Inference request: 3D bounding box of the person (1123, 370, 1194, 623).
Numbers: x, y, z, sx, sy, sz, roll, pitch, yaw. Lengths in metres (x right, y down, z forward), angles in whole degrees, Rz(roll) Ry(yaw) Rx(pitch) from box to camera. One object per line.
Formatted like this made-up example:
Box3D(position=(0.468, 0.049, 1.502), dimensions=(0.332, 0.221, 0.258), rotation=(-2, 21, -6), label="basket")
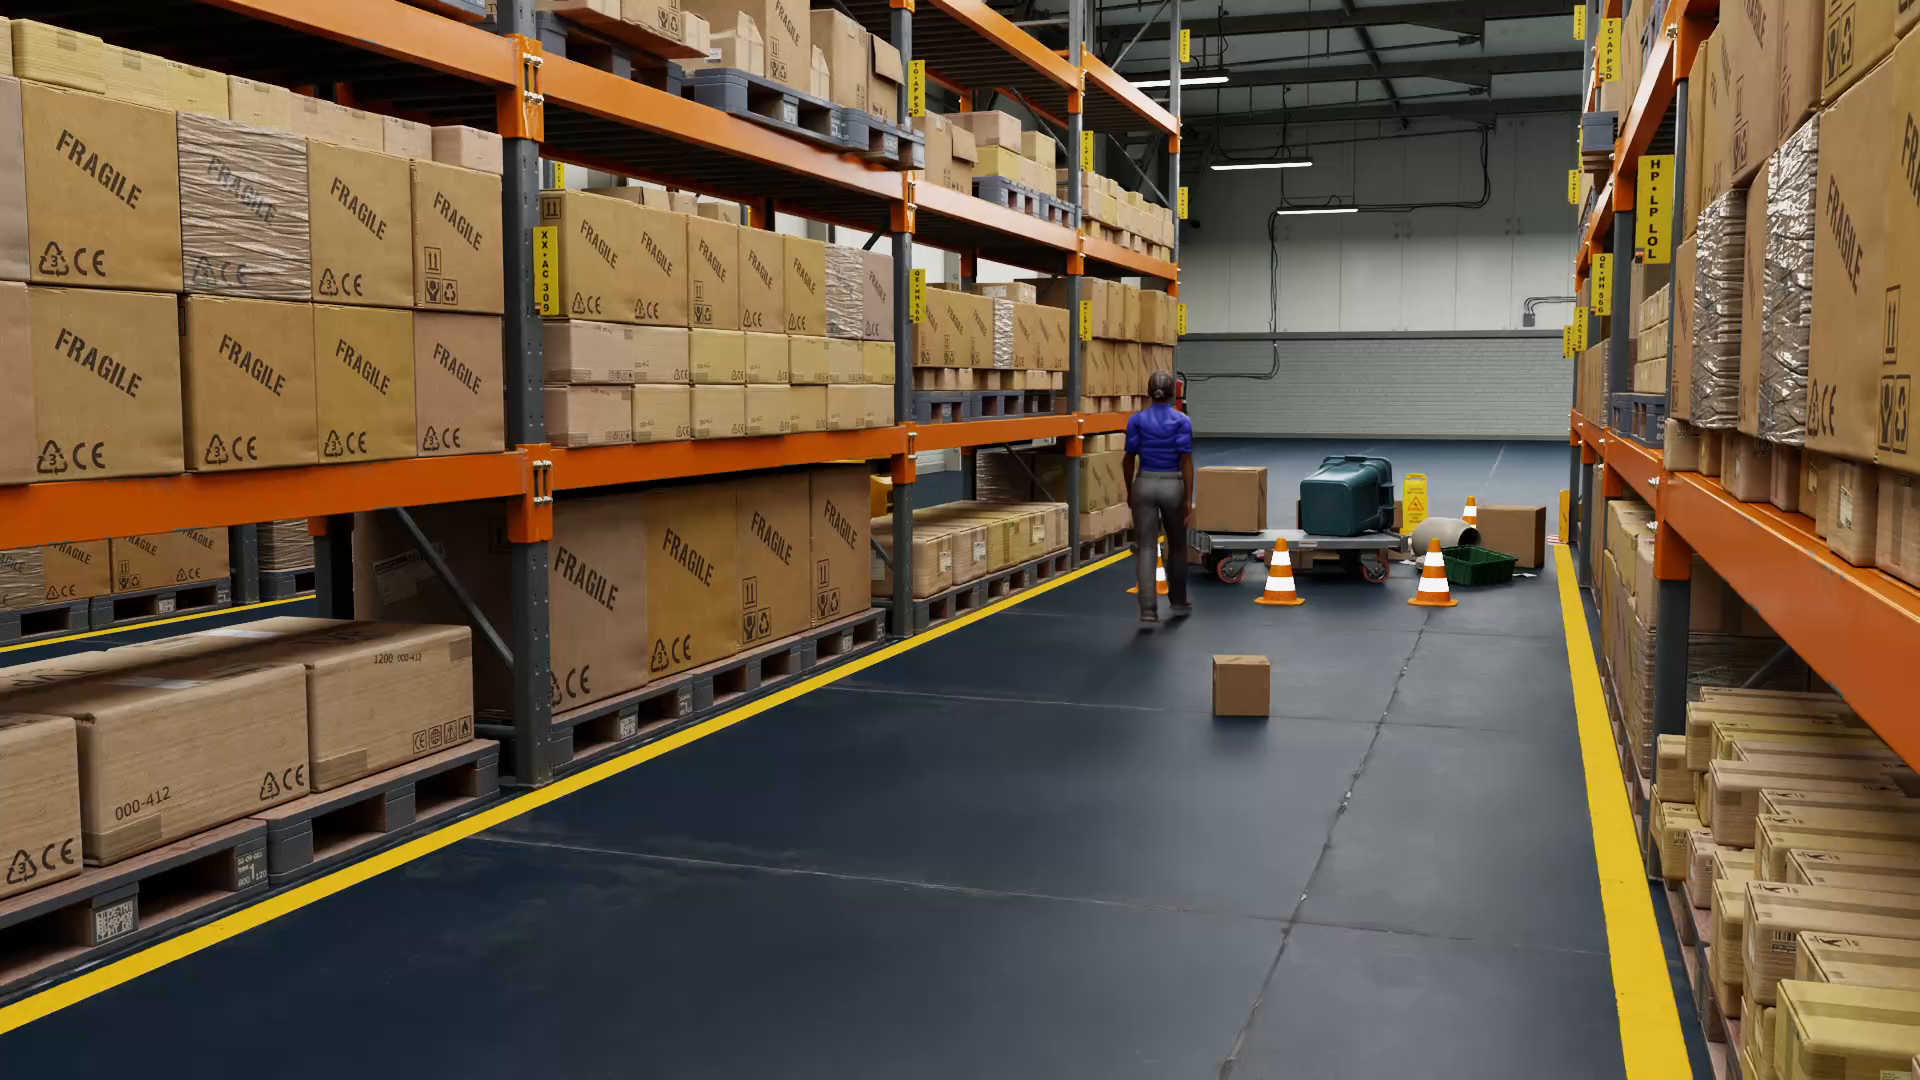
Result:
Box3D(position=(1.296, -0.298, 10.835), dimensions=(0.468, 1.604, 0.956), rotation=(1, 5, 11), label="person")
